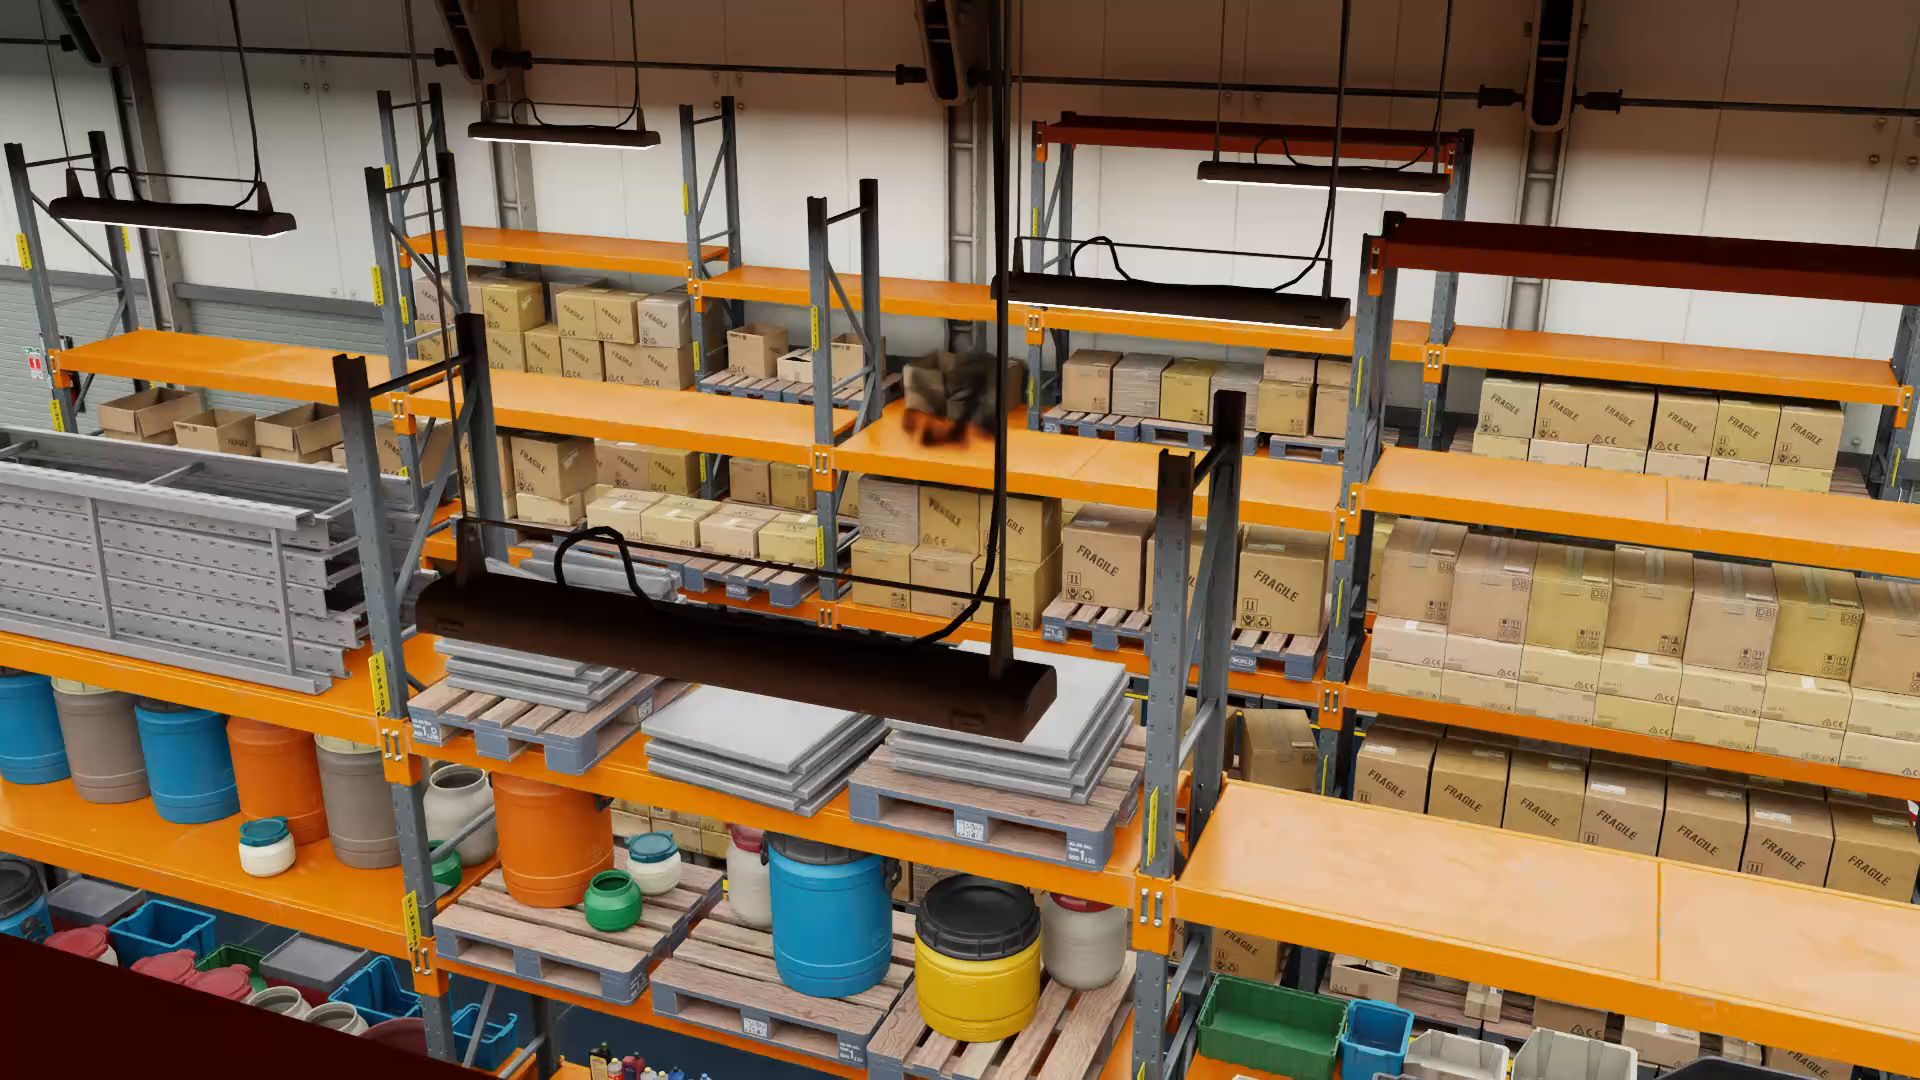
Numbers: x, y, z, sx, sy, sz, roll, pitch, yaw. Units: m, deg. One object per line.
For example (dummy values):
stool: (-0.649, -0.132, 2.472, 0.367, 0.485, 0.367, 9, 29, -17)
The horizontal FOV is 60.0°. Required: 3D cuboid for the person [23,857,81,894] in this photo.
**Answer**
person: (-7.426, 2.465, 13.622, 0.711, 1.680, 0.577, 4, 21, 10)
